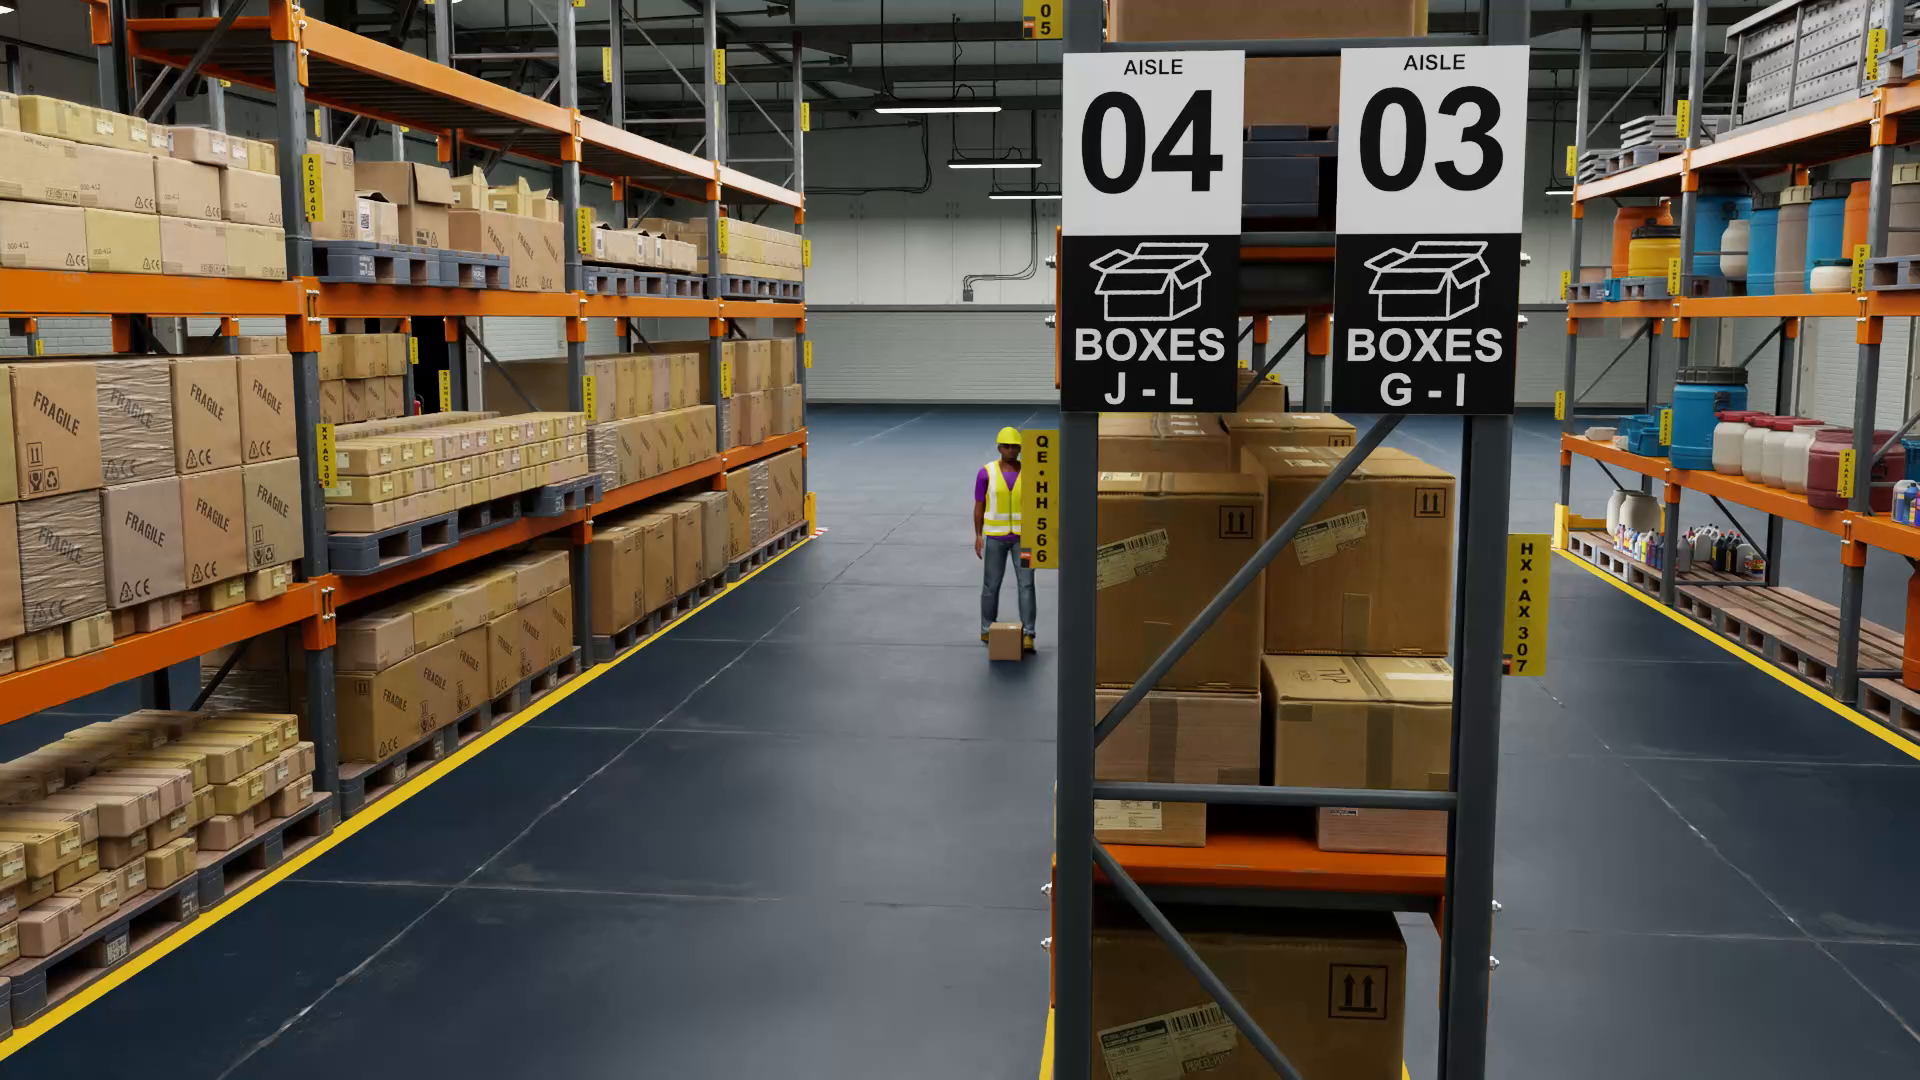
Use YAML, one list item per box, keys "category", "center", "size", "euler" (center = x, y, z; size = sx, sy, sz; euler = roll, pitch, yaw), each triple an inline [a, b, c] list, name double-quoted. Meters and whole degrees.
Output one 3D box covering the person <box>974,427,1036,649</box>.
- category: "person"
  center: [0.410, -0.014, 13.303]
  size: [0.585, 1.769, 0.582]
  euler: [0, 8, -2]
